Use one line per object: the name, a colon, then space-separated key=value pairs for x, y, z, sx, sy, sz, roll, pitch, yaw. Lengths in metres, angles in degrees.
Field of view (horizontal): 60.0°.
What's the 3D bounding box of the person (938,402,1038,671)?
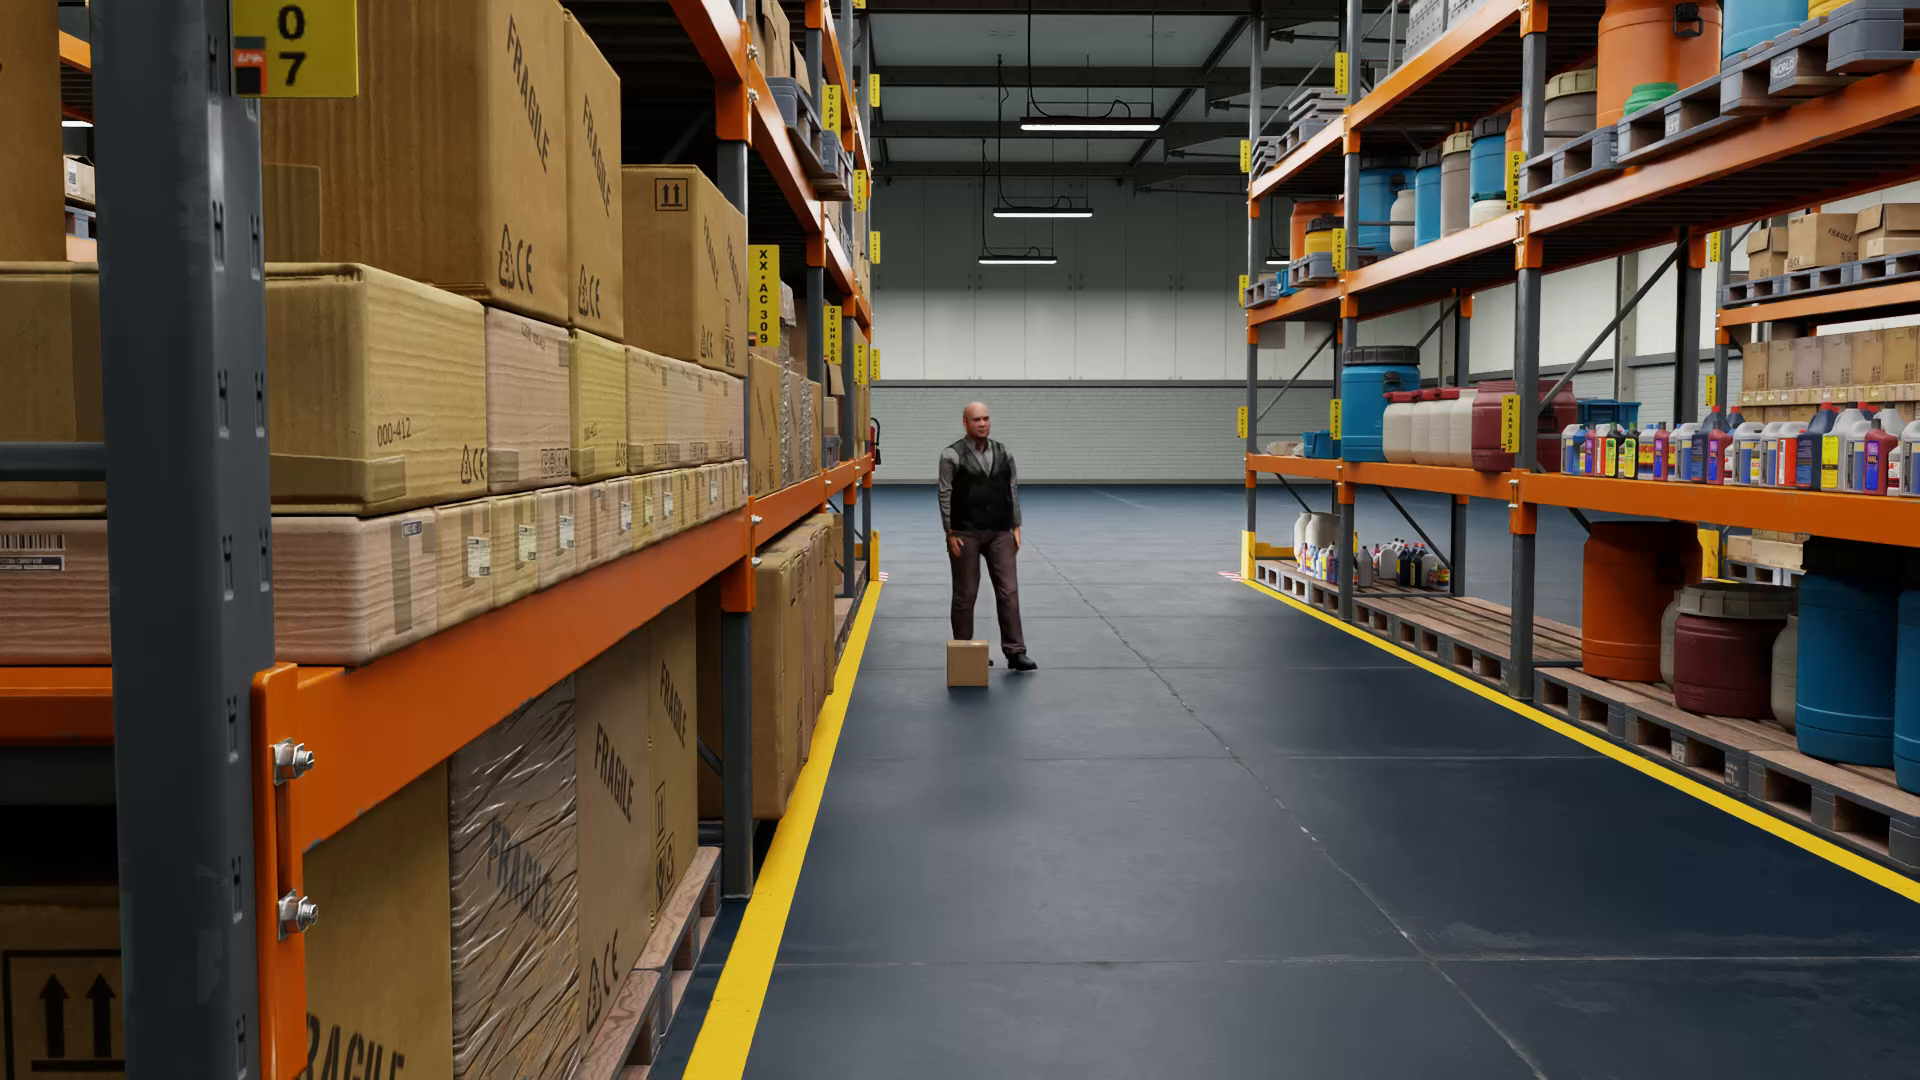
person: x=0.182 y=-0.018 z=10.606 sx=0.564 sy=1.723 sz=0.605 roll=-1 pitch=4 yaw=-19
